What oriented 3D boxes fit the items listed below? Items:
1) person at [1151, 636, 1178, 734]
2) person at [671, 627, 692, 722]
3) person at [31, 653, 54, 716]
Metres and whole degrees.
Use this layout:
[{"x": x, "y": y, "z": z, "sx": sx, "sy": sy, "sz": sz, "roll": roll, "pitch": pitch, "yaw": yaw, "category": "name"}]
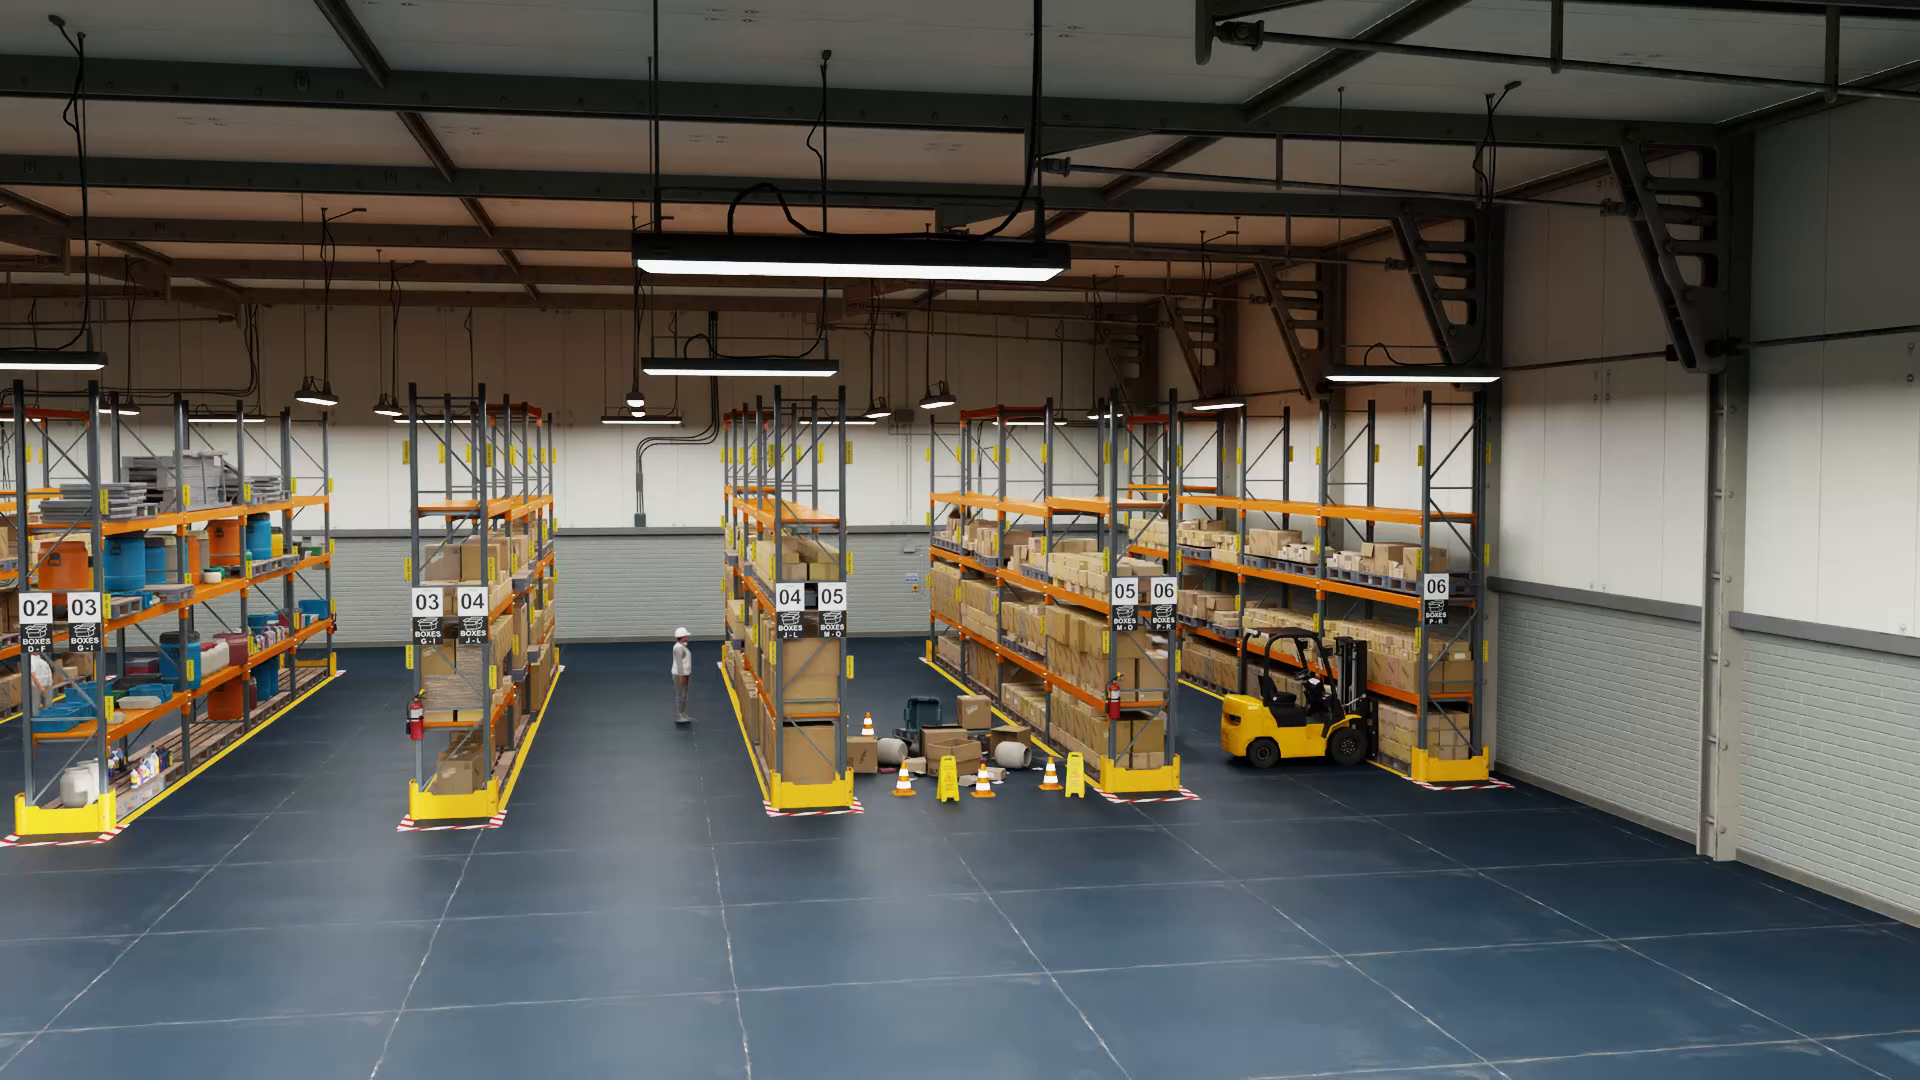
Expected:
[{"x": 3.601, "y": 2.645, "z": 30.032, "sx": 0.645, "sy": 1.815, "sz": 0.727, "roll": -1, "pitch": 3, "yaw": -11, "category": "person"}, {"x": -5.233, "y": 2.528, "z": 31.238, "sx": 0.366, "sy": 1.781, "sz": 0.561, "roll": 0, "pitch": 3, "yaw": 0, "category": "person"}, {"x": -16.535, "y": 2.670, "z": 29.907, "sx": 0.536, "sy": 1.688, "sz": 0.548, "roll": 1, "pitch": 3, "yaw": 14, "category": "person"}]
